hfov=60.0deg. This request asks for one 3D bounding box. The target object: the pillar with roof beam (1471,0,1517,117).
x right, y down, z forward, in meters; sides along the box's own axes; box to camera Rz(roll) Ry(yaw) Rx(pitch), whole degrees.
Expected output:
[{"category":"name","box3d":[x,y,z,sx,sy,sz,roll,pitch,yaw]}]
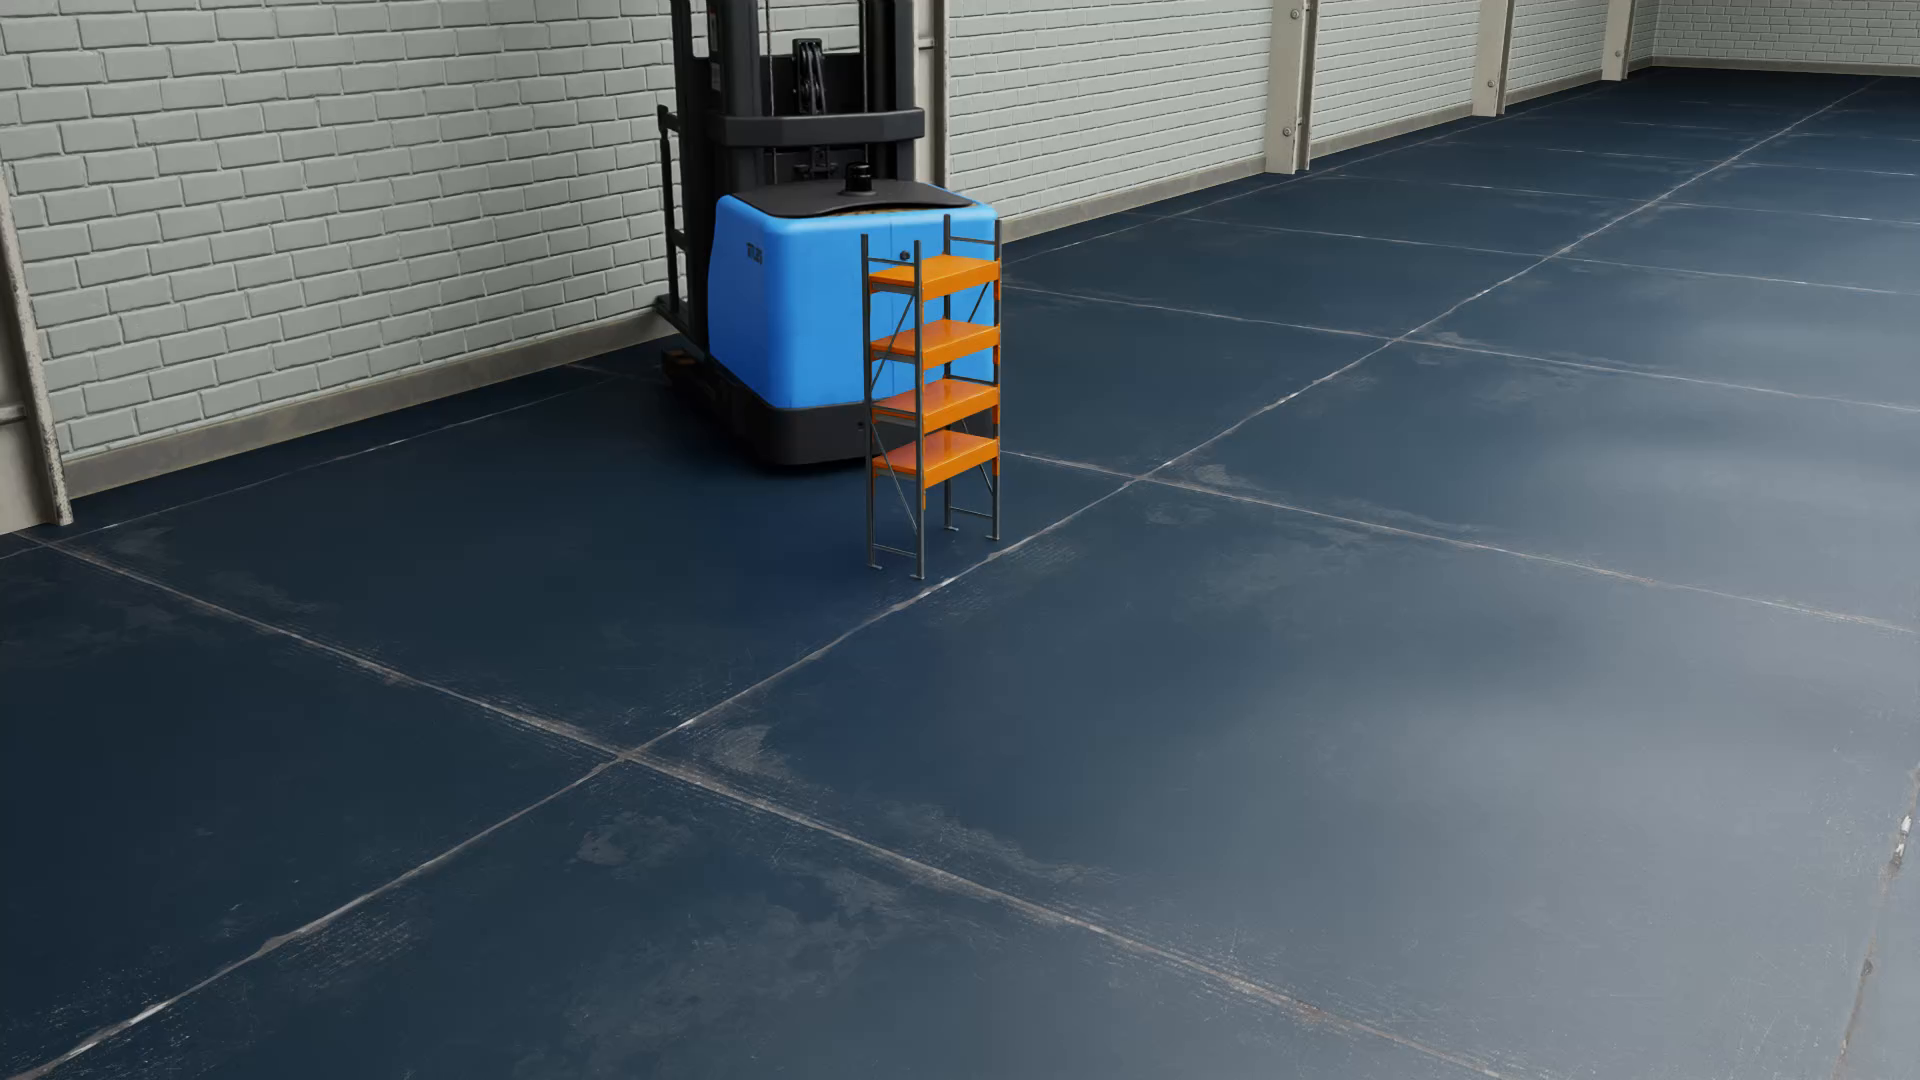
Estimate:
[{"category":"pillar with roof beam","box3d":[10.004,-8.589,16.513,9.100,9.000,0.400,13,24,32]}]

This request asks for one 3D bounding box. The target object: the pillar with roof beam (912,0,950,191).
[{"category":"pillar with roof beam","box3d":[3.258,-5.146,7.205,9.100,9.000,0.400,13,24,32]}]

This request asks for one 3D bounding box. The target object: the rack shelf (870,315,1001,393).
[{"category":"rack shelf","box3d":[-0.093,-0.662,5.874,0.258,0.148,0.480,13,24,32]}]

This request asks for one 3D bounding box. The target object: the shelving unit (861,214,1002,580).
[{"category":"shelving unit","box3d":[-0.093,-0.515,5.928,0.258,1.200,0.503,13,24,32]}]

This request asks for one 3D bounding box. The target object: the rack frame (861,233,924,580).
[{"category":"rack frame","box3d":[-0.230,-0.445,5.739,0.240,1.200,0.015,13,24,32]}]

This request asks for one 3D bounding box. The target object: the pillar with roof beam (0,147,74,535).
[{"category":"pillar with roof beam","box3d":[-0.114,-3.424,2.551,9.100,9.000,0.400,13,24,32]}]

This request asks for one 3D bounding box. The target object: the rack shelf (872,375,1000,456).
[{"category":"rack shelf","box3d":[-0.093,-0.452,5.952,0.258,0.148,0.480,13,24,32]}]

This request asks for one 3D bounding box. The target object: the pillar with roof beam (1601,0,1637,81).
[{"category":"pillar with roof beam","box3d":[13.377,-10.310,21.167,9.100,9.000,0.400,13,24,32]}]

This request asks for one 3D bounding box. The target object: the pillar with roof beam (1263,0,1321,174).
[{"category":"pillar with roof beam","box3d":[6.631,-6.867,11.859,9.100,9.000,0.400,13,24,32]}]

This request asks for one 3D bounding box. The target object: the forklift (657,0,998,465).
[{"category":"forklift","box3d":[-0.865,-2.160,7.879,1.130,2.935,3.031,-8,22,-21]}]

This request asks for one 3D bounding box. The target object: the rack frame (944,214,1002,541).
[{"category":"rack frame","box3d":[0.044,-0.585,6.118,0.240,1.200,0.015,13,24,32]}]

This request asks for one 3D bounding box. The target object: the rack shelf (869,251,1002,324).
[{"category":"rack shelf","box3d":[-0.093,-0.884,5.792,0.258,0.148,0.480,13,24,32]}]

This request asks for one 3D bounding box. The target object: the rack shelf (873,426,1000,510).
[{"category":"rack shelf","box3d":[-0.093,-0.266,6.021,0.258,0.148,0.480,13,24,32]}]
